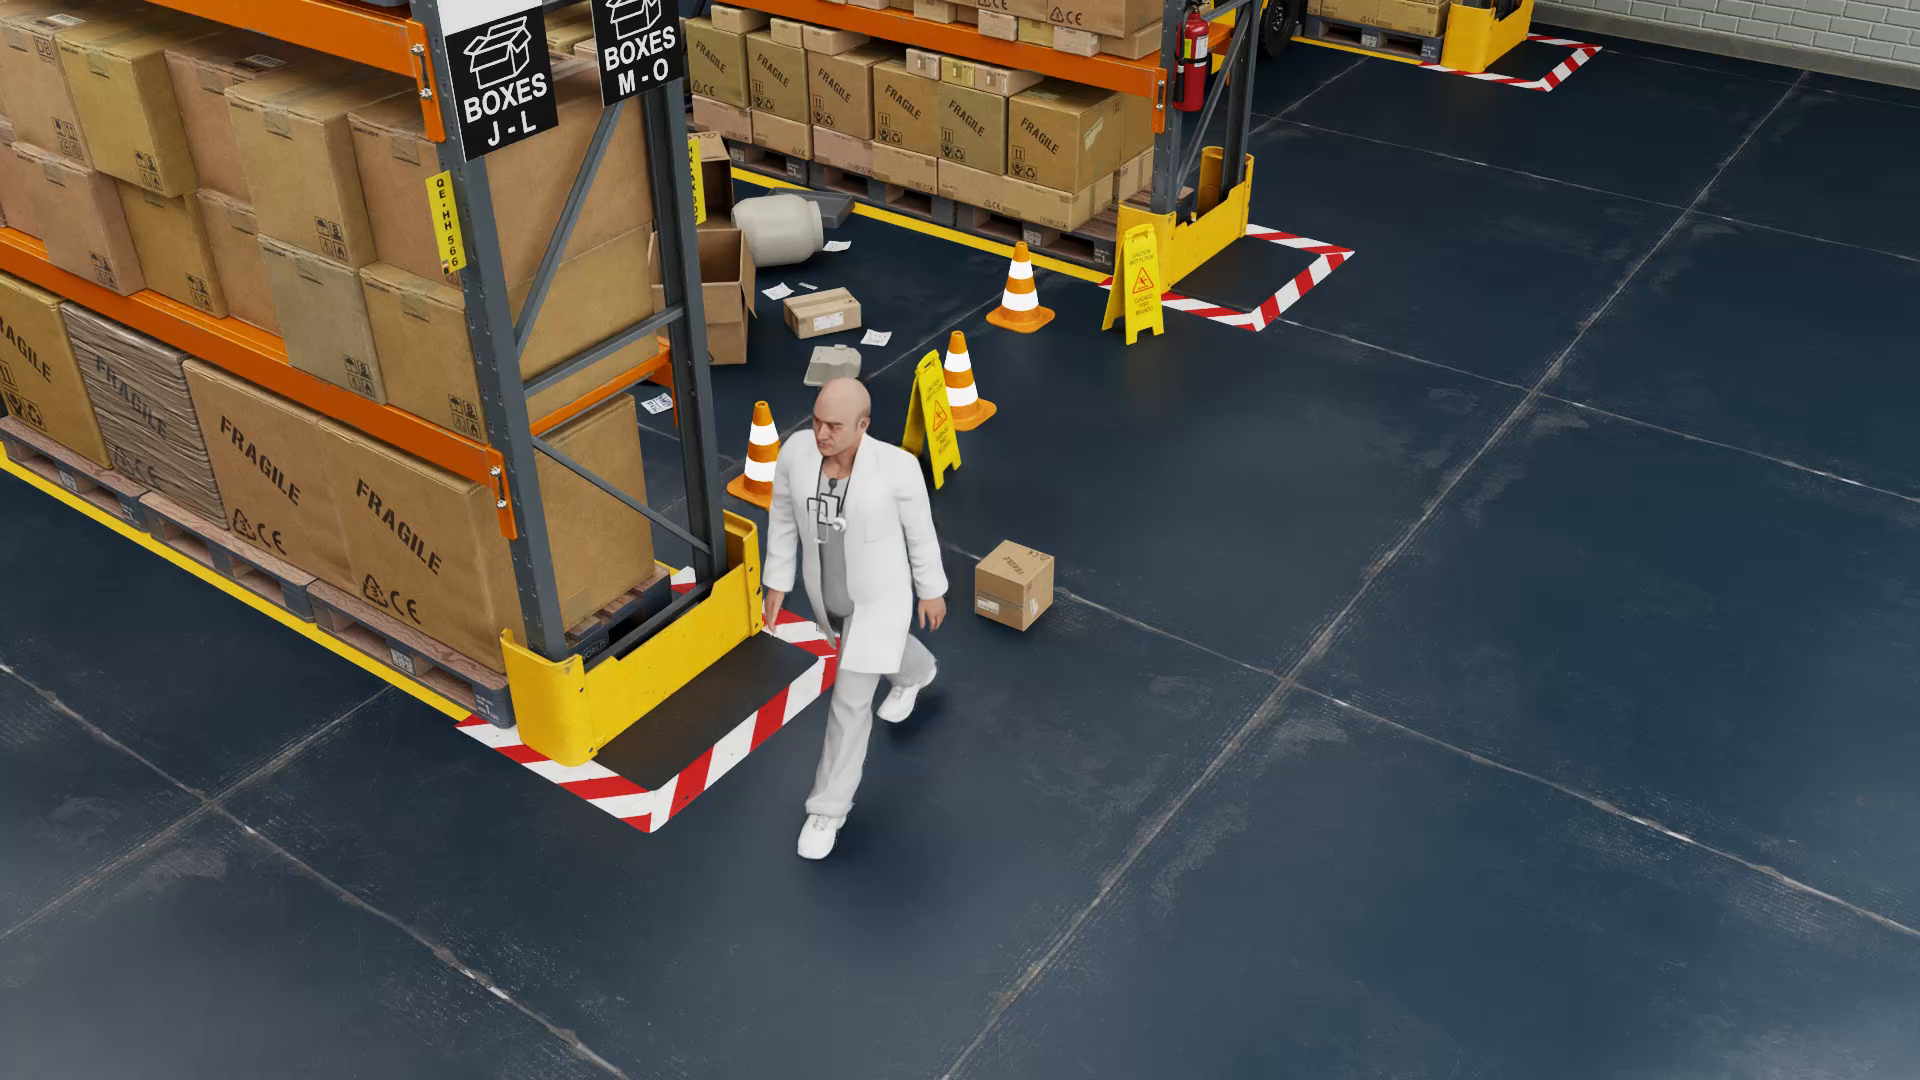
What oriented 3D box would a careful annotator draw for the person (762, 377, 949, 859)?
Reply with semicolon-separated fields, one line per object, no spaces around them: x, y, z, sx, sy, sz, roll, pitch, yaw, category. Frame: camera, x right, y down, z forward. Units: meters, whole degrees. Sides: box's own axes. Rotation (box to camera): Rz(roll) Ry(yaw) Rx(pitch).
-0.378;0.167;5.926;0.612;1.726;1.151;18;38;24;person
